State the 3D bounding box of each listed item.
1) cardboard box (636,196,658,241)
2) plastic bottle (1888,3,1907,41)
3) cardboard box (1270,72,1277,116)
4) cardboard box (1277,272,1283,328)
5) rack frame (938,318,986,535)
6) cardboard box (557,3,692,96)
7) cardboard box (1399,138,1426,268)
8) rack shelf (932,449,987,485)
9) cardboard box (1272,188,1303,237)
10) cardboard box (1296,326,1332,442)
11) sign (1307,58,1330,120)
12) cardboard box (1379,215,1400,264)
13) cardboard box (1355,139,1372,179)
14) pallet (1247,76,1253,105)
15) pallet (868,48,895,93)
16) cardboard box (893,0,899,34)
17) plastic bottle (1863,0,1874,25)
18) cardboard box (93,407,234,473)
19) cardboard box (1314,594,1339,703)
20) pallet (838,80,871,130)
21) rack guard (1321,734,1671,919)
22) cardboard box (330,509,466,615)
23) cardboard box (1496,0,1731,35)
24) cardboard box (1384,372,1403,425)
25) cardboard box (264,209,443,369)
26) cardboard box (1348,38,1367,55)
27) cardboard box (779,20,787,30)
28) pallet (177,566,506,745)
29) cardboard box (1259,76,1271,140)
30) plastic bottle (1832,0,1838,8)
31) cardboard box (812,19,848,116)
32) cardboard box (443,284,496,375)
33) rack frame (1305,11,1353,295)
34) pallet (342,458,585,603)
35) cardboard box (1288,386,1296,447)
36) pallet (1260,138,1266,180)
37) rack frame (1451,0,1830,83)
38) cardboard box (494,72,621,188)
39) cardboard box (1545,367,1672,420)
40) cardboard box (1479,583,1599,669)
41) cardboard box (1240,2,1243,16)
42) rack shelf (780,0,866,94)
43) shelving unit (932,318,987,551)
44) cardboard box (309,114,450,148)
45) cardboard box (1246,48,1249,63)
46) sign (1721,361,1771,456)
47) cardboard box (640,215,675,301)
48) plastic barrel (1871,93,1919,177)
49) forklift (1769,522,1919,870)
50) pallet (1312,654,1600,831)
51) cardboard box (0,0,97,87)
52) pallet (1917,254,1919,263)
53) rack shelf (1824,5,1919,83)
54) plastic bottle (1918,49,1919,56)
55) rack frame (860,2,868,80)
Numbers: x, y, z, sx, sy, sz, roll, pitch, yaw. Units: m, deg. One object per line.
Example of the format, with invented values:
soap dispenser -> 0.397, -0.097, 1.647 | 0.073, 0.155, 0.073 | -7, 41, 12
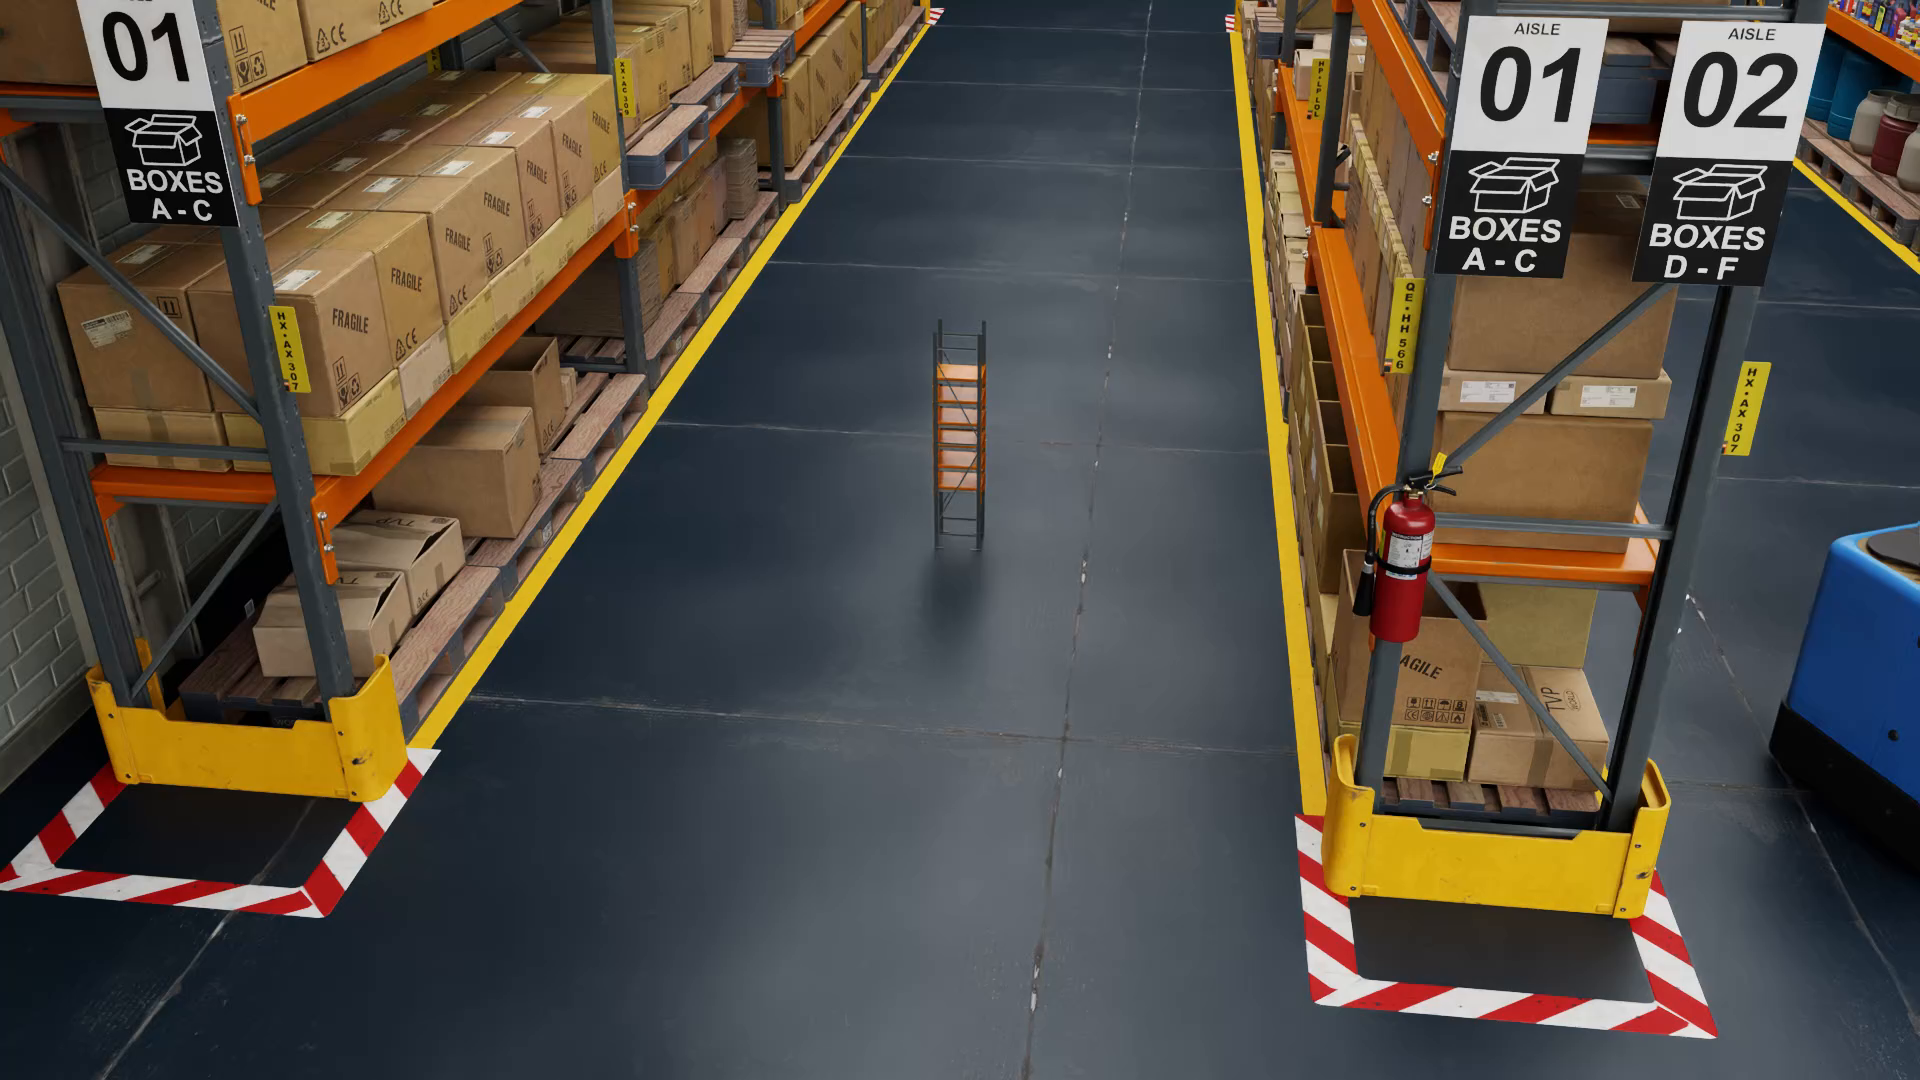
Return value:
cardboard box -> -2.318, -2.190, 11.033 | 0.500, 0.250, 0.500 | 3, 28, 5
plastic bottle -> 7.646, -4.221, 13.545 | 0.061, 0.283, 0.133 | 3, 28, 6
cardboard box -> 2.849, -3.712, 13.859 | 0.500, 0.250, 0.500 | 4, 29, 8
cardboard box -> 2.363, -1.591, 10.996 | 0.500, 0.250, 0.500 | 4, 29, 7
rack frame -> 0.009, -0.564, 8.533 | 0.240, 1.200, 0.006 | 3, 28, 6
cardboard box -> -2.221, -3.261, 11.072 | 0.700, 0.500, 0.500 | 7, 29, 13
cardboard box -> 2.181, -1.387, 6.688 | 0.700, 0.500, 0.500 | 3, 29, 6
rack shelf -> -0.002, -0.377, 8.531 | 0.258, 0.103, 0.180 | 3, 28, 6
cardboard box -> 2.488, -2.312, 11.745 | 0.500, 0.311, 0.500 | 3, 28, 5
cardboard box -> 2.053, -0.794, 8.727 | 0.500, 0.500, 0.500 | 3, 28, 6
sign -> 1.935, -2.427, 8.956 | 0.100, 0.325, 0.005 | 3, 28, 6
cardboard box -> 2.030, -1.293, 7.199 | 0.380, 0.149, 0.250 | 3, 28, 5
cardboard box -> 2.189, -1.900, 8.325 | 0.380, 0.149, 0.250 | 3, 28, 5
pallet -> 3.540, -4.787, 17.413 | 1.003, 0.211, 1.213 | 3, 28, 6
pallet -> -1.292, -5.103, 18.000 | 1.003, 0.211, 1.213 | 3, 28, 6
cardboard box -> -1.081, -6.137, 19.171 | 0.700, 0.500, 0.500 | 2, 28, 5
plastic bottle -> 7.740, -4.505, 14.086 | 0.097, 0.271, 0.097 | 0, 28, 0
cardboard box -> -3.068, -0.503, 6.658 | 0.500, 0.250, 0.500 | 4, 29, 7
cardboard box -> 1.806, 0.477, 7.158 | 0.500, 0.250, 0.500 | 3, 28, 6
pallet -> -1.482, -4.382, 16.661 | 1.003, 0.211, 1.213 | 3, 28, 6
rack guard -> 1.981, 1.069, 6.238 | 1.175, 0.500, 0.348 | 3, 28, 6
cardboard box -> -2.689, 0.072, 7.824 | 0.500, 0.311, 0.500 | 6, 29, 10
cardboard box -> 2.059, -1.925, 5.299 | 0.797, 0.503, 0.637 | 5, 29, 10
cardboard box -> 2.180, -0.787, 6.942 | 0.700, 0.500, 0.500 | 4, 29, 7
cardboard box -> -2.505, -1.041, 6.866 | 0.500, 0.500, 0.500 | 3, 29, 6
cardboard box -> 2.775, -3.062, 11.165 | 0.500, 0.500, 0.500 | 2, 28, 3
cardboard box -> -1.643, -4.252, 13.724 | 0.380, 0.149, 0.250 | 4, 29, 7
pallet -> -2.789, 0.483, 7.631 | 1.003, 0.211, 1.213 | 3, 28, 6
cardboard box -> 2.968, -3.846, 14.899 | 0.500, 0.500, 0.500 | 2, 28, 4
plastic bottle -> 7.837, -4.847, 14.794 | 0.097, 0.201, 0.097 | 0, 28, 0
cardboard box -> -1.519, -4.484, 15.734 | 0.750, 0.750, 0.750 | 4, 29, 8
cardboard box -> -2.440, -0.967, 7.520 | 0.500, 0.250, 0.500 | 3, 28, 5
rack frame -> 2.474, -1.925, 9.161 | 1.000, 3.000, 0.127 | 3, 28, 6
pallet -> -2.637, -0.090, 8.694 | 1.003, 0.211, 1.213 | 3, 28, 6
cardboard box -> 2.117, -0.699, 9.342 | 0.500, 0.250, 0.500 | 3, 28, 6
pallet -> 3.245, -3.503, 15.029 | 1.003, 0.211, 1.213 | 3, 28, 6
rack frame -> 1.984, -2.684, 4.244 | 1.000, 3.000, 0.127 | 3, 28, 6
cardboard box -> -2.194, -2.244, 9.099 | 0.500, 0.500, 0.500 | 3, 28, 6
cardboard box -> 2.246, -0.544, 5.809 | 0.380, 0.149, 0.250 | 3, 28, 6
cardboard box -> 2.330, 0.178, 6.923 | 0.500, 0.500, 0.500 | 3, 28, 6
cardboard box -> 3.552, -6.336, 19.889 | 0.380, 0.149, 0.250 | 3, 28, 6
rack shelf -> -1.707, -4.719, 15.106 | 1.077, 0.370, 4.000 | 3, 28, 6
shelving unit -> -0.002, -0.521, 8.453 | 0.258, 1.200, 0.189 | 3, 28, 6
cardboard box -> -2.841, -1.798, 8.271 | 0.500, 0.500, 0.500 | 4, 29, 8
cardboard box -> 3.229, -5.095, 17.586 | 0.380, 0.149, 0.250 | 3, 28, 6
sign -> 2.534, -0.424, 5.377 | 0.100, 0.325, 0.005 | 3, 28, 6
cardboard box -> -2.355, -1.898, 11.283 | 0.700, 0.500, 0.500 | 3, 28, 5
plastic barrel -> 8.061, -3.405, 14.007 | 0.600, 0.588, 0.708 | 3, 28, 6
forklift -> 4.961, -0.355, 6.319 | 3.031, 2.935, 1.130 | -9, 30, -16
pallet -> 2.036, 0.823, 7.001 | 1.003, 0.211, 1.213 | 3, 28, 6
cardboard box -> -3.133, -1.913, 5.850 | 0.500, 0.500, 0.500 | 5, 29, 10
pallet -> 7.747, -1.929, 12.107 | 1.003, 0.211, 1.213 | 3, 28, 6
rack shelf -> 8.125, -4.143, 14.037 | 1.077, 0.370, 4.000 | 3, 28, 6
plastic bottle -> 7.590, -3.931, 13.019 | 0.097, 0.271, 0.097 | 0, 28, 0
rack frame -> -1.462, -5.977, 16.682 | 1.000, 3.000, 0.127 | 3, 28, 6
